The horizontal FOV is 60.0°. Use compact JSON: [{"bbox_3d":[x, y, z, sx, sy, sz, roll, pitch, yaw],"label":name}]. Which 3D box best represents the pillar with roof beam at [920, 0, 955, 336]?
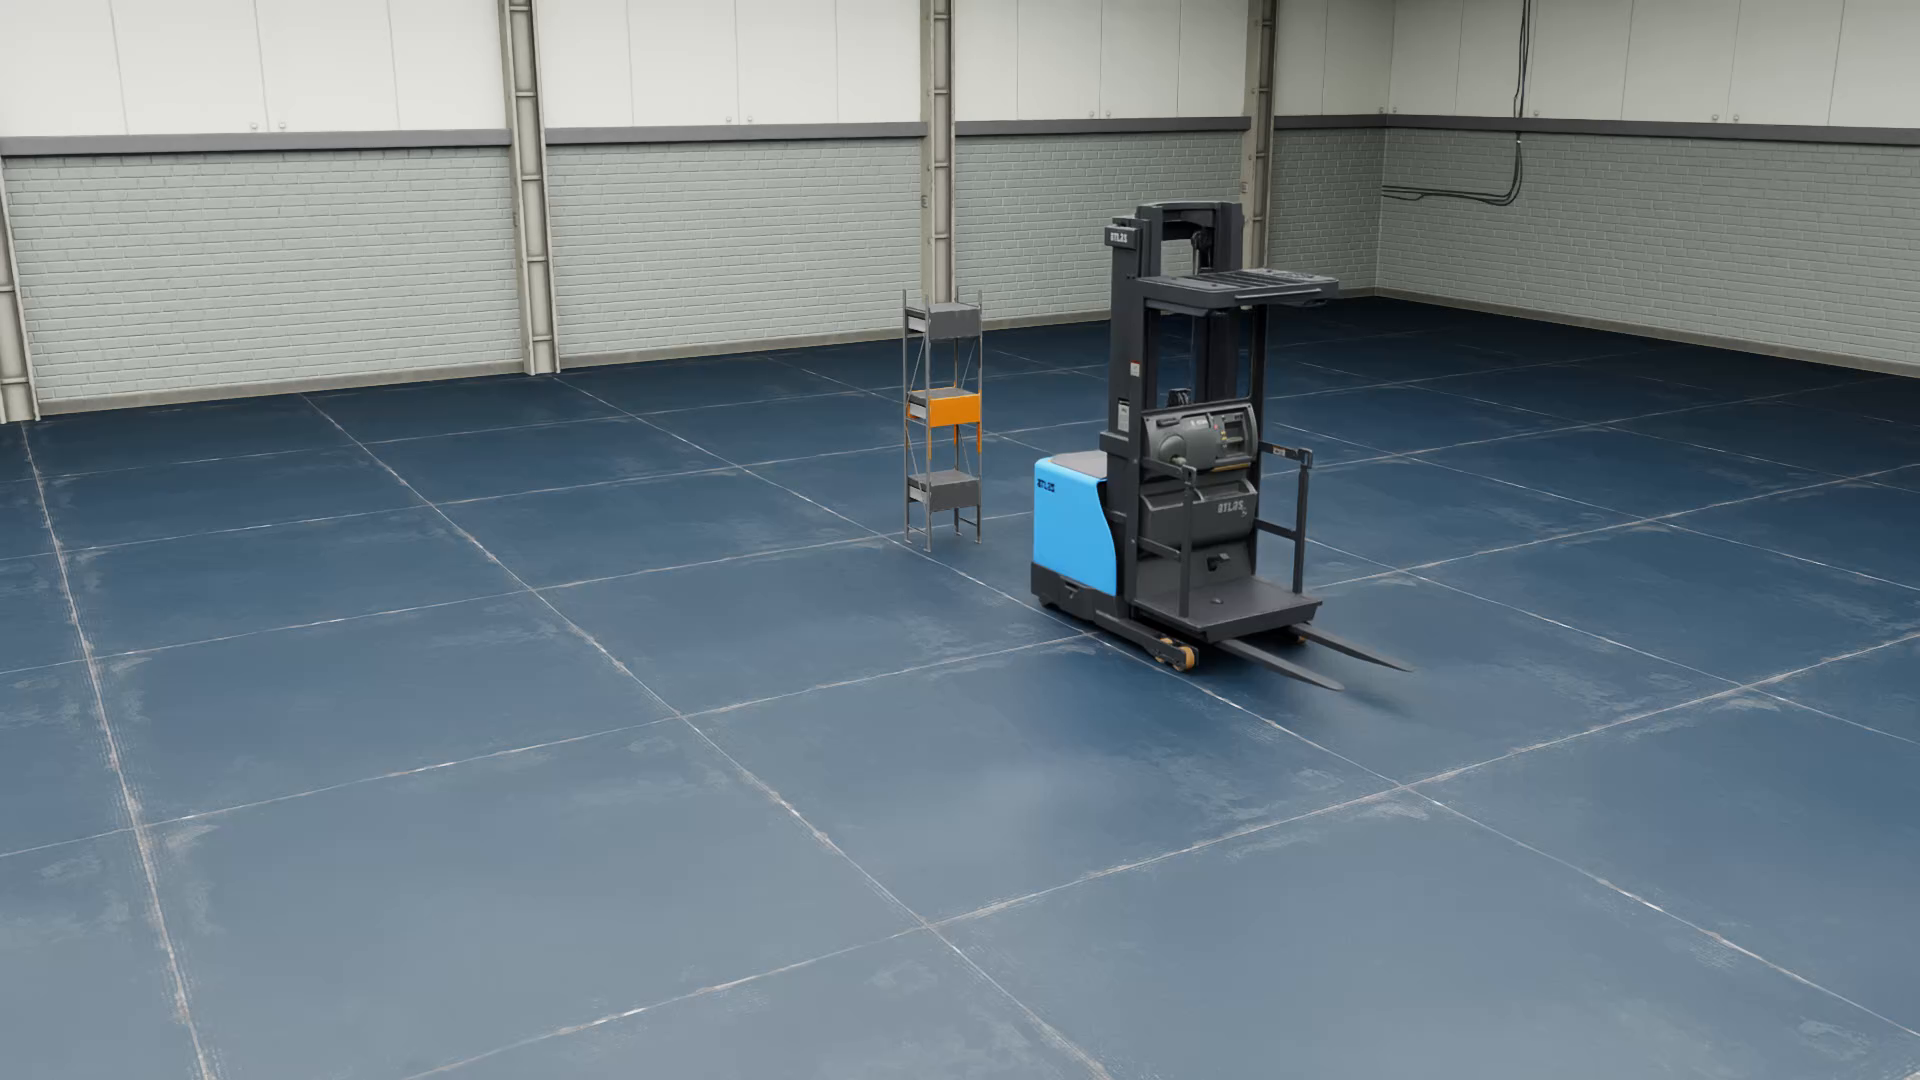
[{"bbox_3d":[1.898,-6.365,19.946,0.400,9.000,9.100,-9,18,-30],"label":"pillar with roof beam"}]

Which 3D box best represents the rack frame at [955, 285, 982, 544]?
[{"bbox_3d":[0.067,-1.022,13.665,0.015,2.100,0.400,-9,18,-30],"label":"rack frame"}]

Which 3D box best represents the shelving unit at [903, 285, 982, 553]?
[{"bbox_3d":[-0.142,-0.988,13.544,0.503,2.100,0.431,-9,18,-30],"label":"shelving unit"}]

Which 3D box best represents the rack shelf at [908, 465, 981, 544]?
[{"bbox_3d":[-0.142,-0.301,13.737,0.480,0.518,0.431,-9,18,-30],"label":"rack shelf"}]

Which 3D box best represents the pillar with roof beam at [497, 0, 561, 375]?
[{"bbox_3d":[-3.245,-5.531,16.970,0.400,9.000,9.100,-9,18,-30],"label":"pillar with roof beam"}]

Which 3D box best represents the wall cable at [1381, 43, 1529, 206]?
[{"bbox_3d":[8.030,-6.804,27.263,0.112,2.526,3.097,-9,18,-30],"label":"wall cable"}]

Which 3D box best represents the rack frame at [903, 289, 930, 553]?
[{"bbox_3d":[-0.351,-0.954,13.423,0.015,2.100,0.400,-9,18,-30],"label":"rack frame"}]

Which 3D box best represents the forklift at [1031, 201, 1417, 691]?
[{"bbox_3d":[1.731,-0.696,10.964,1.130,2.935,3.031,-10,18,-31],"label":"forklift"}]

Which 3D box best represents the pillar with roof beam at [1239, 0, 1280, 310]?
[{"bbox_3d":[7.041,-7.199,22.921,0.400,9.000,9.100,-9,18,-30],"label":"pillar with roof beam"}]

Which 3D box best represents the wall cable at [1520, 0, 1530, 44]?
[{"bbox_3d":[9.423,-8.610,24.348,0.112,2.526,3.097,-9,18,-30],"label":"wall cable"}]

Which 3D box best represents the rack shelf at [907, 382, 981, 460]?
[{"bbox_3d":[-0.142,-0.975,13.548,0.480,0.518,0.431,-9,18,-30],"label":"rack shelf"}]

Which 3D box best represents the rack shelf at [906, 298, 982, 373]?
[{"bbox_3d":[-0.142,-1.649,13.359,0.480,0.518,0.431,-9,18,-30],"label":"rack shelf"}]

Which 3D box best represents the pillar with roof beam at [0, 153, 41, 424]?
[{"bbox_3d":[-8.388,-4.697,13.995,0.400,9.000,9.100,-9,18,-30],"label":"pillar with roof beam"}]
